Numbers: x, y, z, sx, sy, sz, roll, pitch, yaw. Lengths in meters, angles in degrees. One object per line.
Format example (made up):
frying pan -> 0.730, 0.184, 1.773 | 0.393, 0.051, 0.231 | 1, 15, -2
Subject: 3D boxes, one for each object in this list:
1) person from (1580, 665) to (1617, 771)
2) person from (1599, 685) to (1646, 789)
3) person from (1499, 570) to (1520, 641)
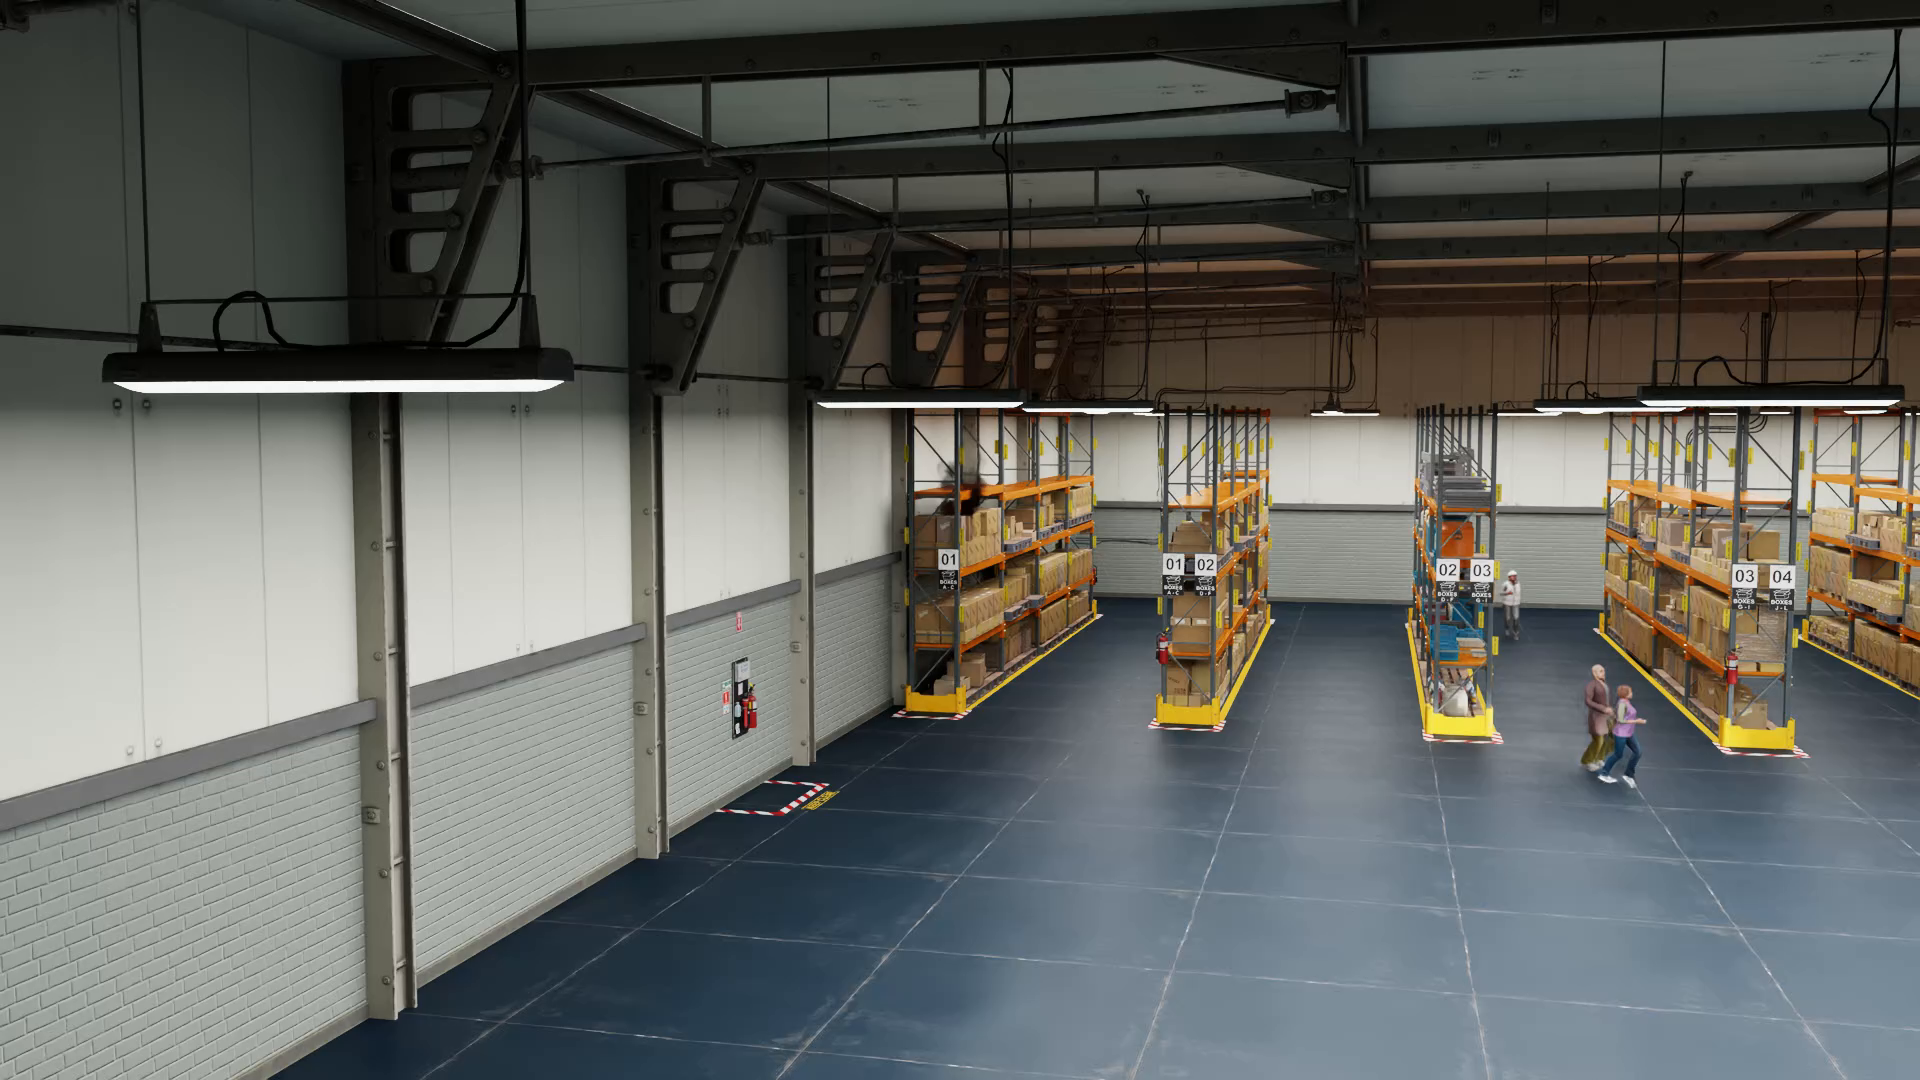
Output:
person -> 10.398, 2.887, 26.966 | 0.721, 1.740, 0.676 | -3, 5, -38
person -> 10.290, 3.051, 25.792 | 0.702, 1.634, 0.513 | 3, 5, 40
person -> 14.302, 1.706, 43.228 | 0.626, 1.841, 0.780 | 0, 4, 2
